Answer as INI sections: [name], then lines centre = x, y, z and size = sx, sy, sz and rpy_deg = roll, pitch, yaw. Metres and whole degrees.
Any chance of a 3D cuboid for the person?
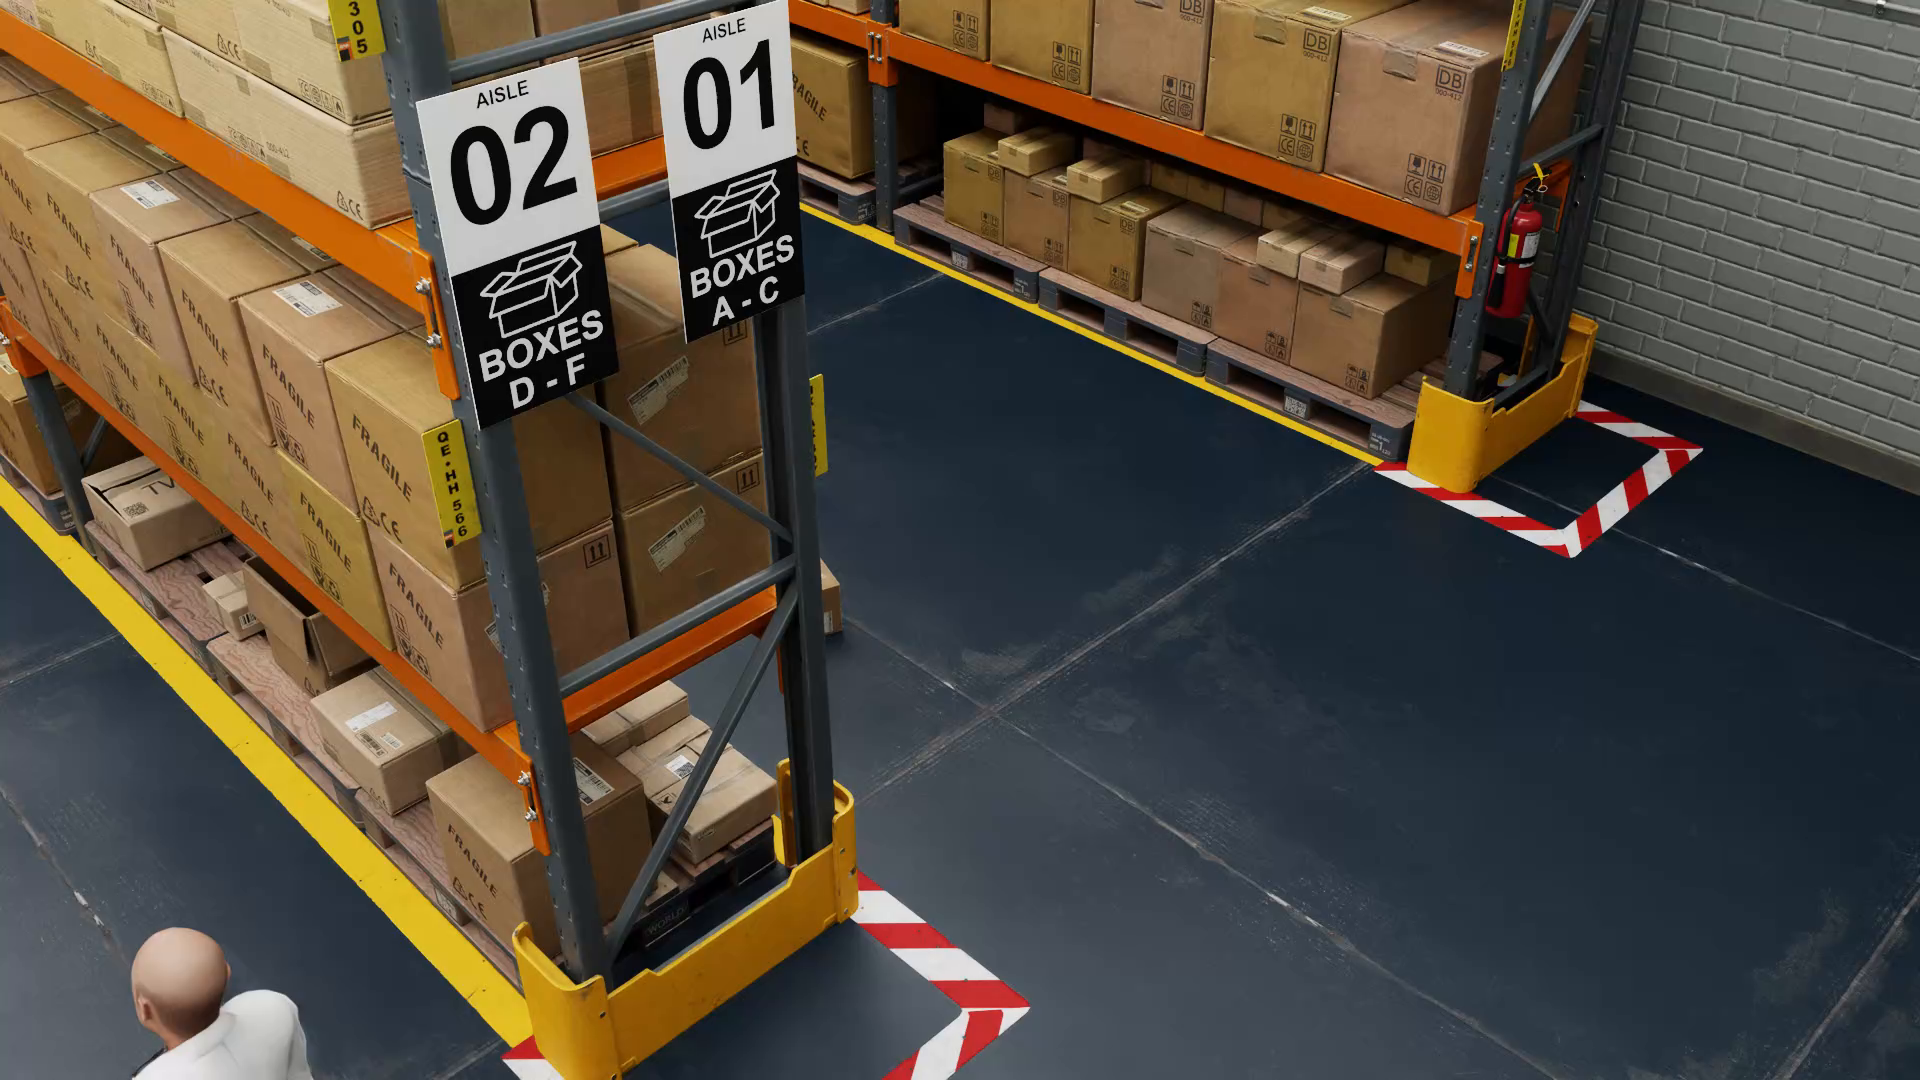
[person]
centre = -1.608, 1.626, 3.824
size = 0.905, 1.731, 0.664
rpy_deg = 5, 35, 7
